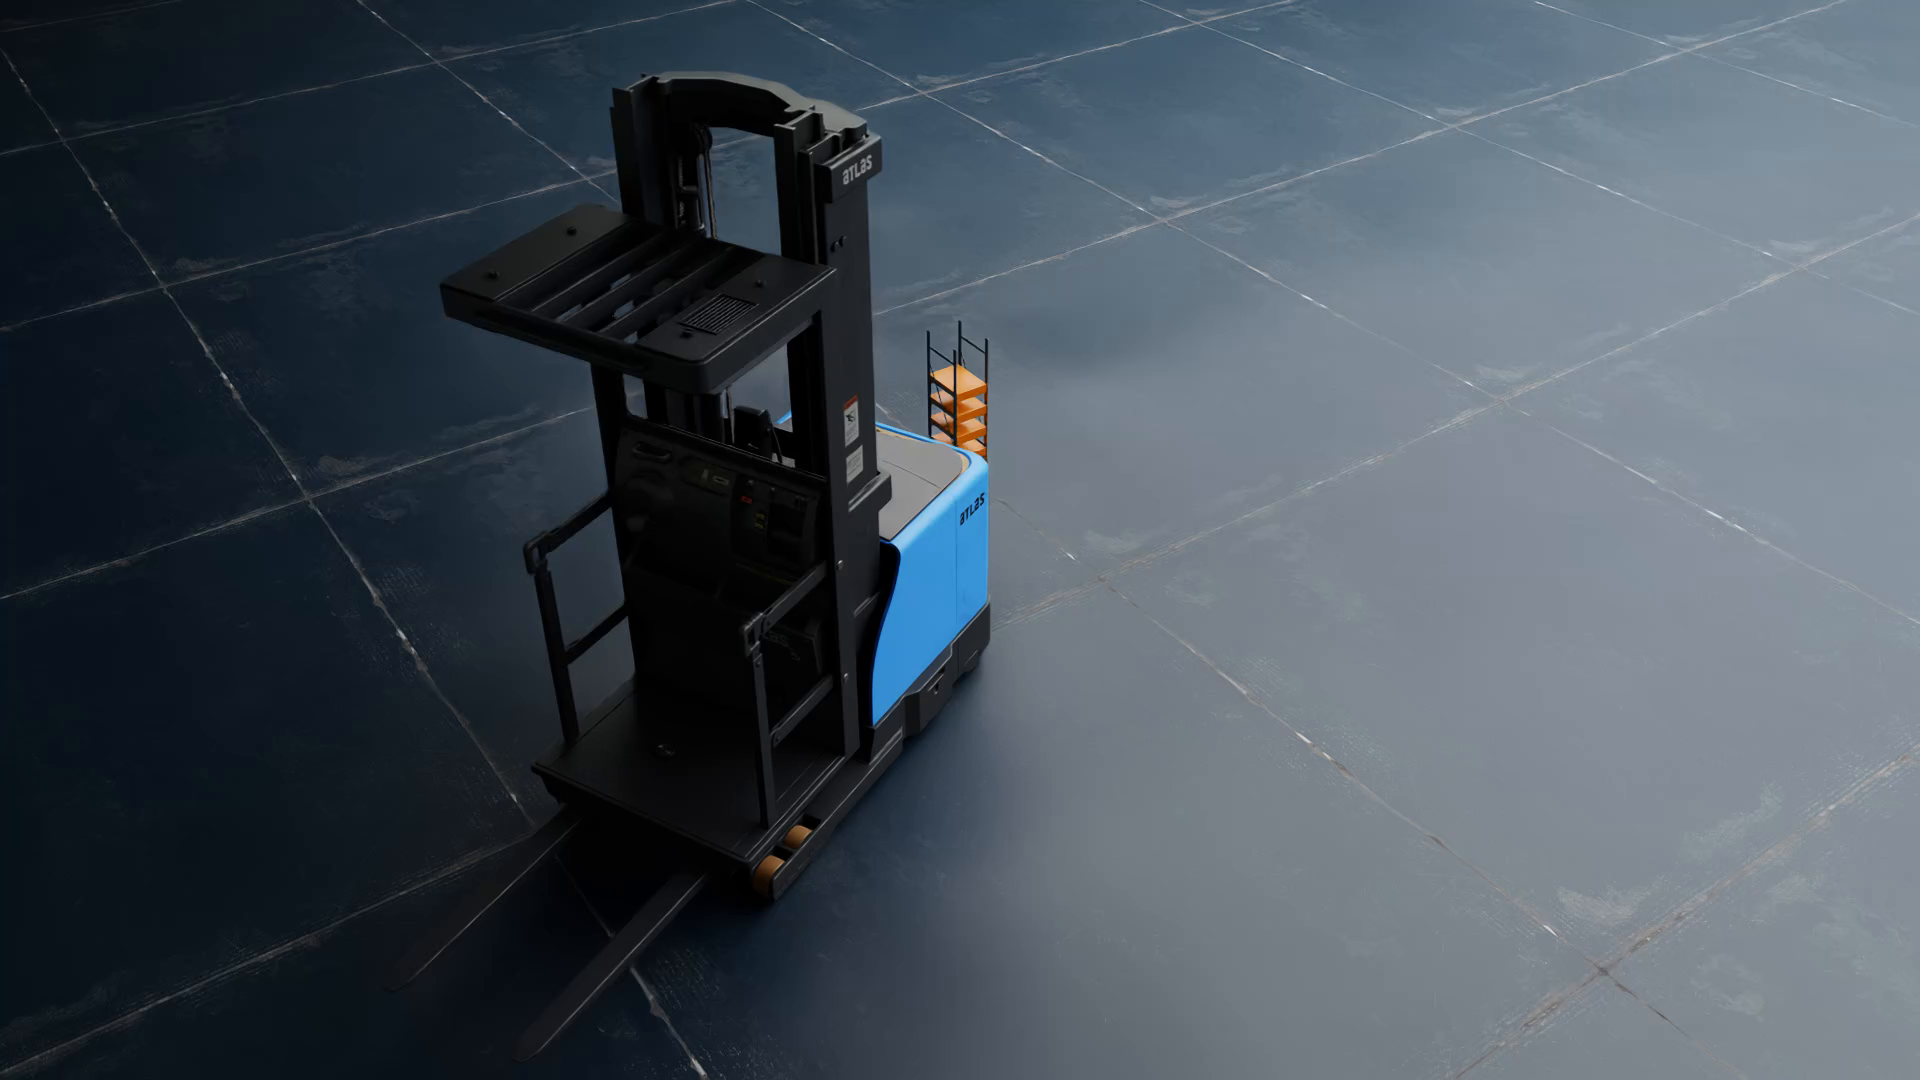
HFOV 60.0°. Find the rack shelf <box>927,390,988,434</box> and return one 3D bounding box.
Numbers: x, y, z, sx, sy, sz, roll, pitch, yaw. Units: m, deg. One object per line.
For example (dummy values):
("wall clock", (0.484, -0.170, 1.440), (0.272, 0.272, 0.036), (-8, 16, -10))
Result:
("rack shelf", (-0.012, -0.641, 8.092), (0.180, 0.103, 0.258), (-22, 41, -28))

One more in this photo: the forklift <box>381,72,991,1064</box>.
("forklift", (-1.033, -0.079, 6.164), (1.130, 2.935, 3.031), (19, 40, 24))

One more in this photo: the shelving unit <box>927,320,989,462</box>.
("shelving unit", (-0.012, -0.482, 8.206), (0.189, 1.200, 0.258), (-22, 41, -28))

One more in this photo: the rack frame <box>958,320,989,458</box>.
("rack frame", (0.063, -0.513, 8.249), (0.006, 1.200, 0.240), (-22, 41, -28))

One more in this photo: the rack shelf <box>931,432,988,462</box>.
("rack shelf", (-0.012, -0.446, 8.232), (0.180, 0.103, 0.258), (-22, 41, -28))

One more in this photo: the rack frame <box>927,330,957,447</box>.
("rack frame", (-0.087, -0.451, 8.163), (0.006, 1.200, 0.240), (-22, 41, -28))

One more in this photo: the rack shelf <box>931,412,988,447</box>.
("rack shelf", (-0.012, -0.544, 8.162), (0.180, 0.103, 0.258), (-22, 41, -28))

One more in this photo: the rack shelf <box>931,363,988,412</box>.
("rack shelf", (-0.012, -0.738, 8.022), (0.180, 0.103, 0.258), (-22, 41, -28))
